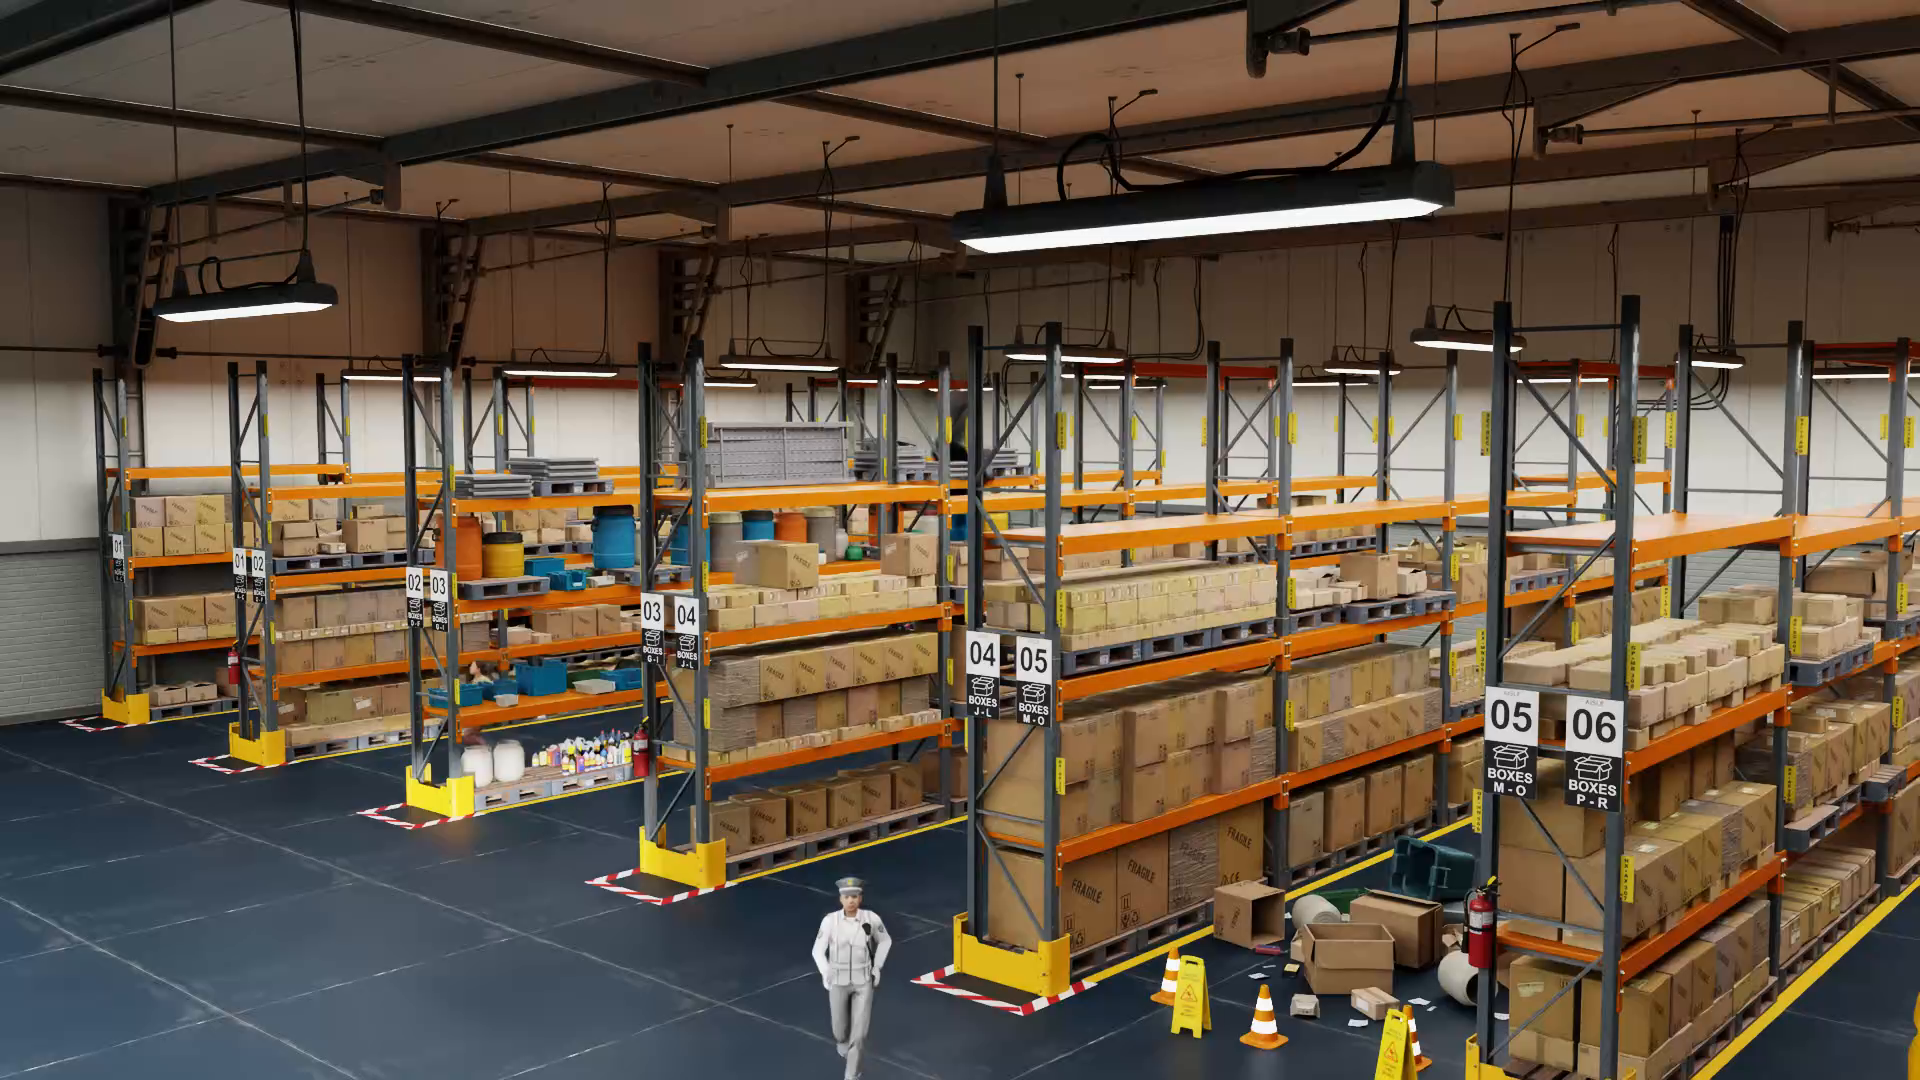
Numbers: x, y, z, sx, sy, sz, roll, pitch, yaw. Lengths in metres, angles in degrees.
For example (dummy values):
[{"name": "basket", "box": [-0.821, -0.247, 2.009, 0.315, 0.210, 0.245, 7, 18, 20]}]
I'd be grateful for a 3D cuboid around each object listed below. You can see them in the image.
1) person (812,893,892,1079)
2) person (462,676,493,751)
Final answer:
[{"name": "person", "box": [-0.828, 3.425, 12.821, 0.617, 1.637, 0.751, 0, 4, -4]}, {"name": "person", "box": [-7.103, 2.650, 24.398, 0.532, 1.329, 0.545, -3, 5, -39]}]
